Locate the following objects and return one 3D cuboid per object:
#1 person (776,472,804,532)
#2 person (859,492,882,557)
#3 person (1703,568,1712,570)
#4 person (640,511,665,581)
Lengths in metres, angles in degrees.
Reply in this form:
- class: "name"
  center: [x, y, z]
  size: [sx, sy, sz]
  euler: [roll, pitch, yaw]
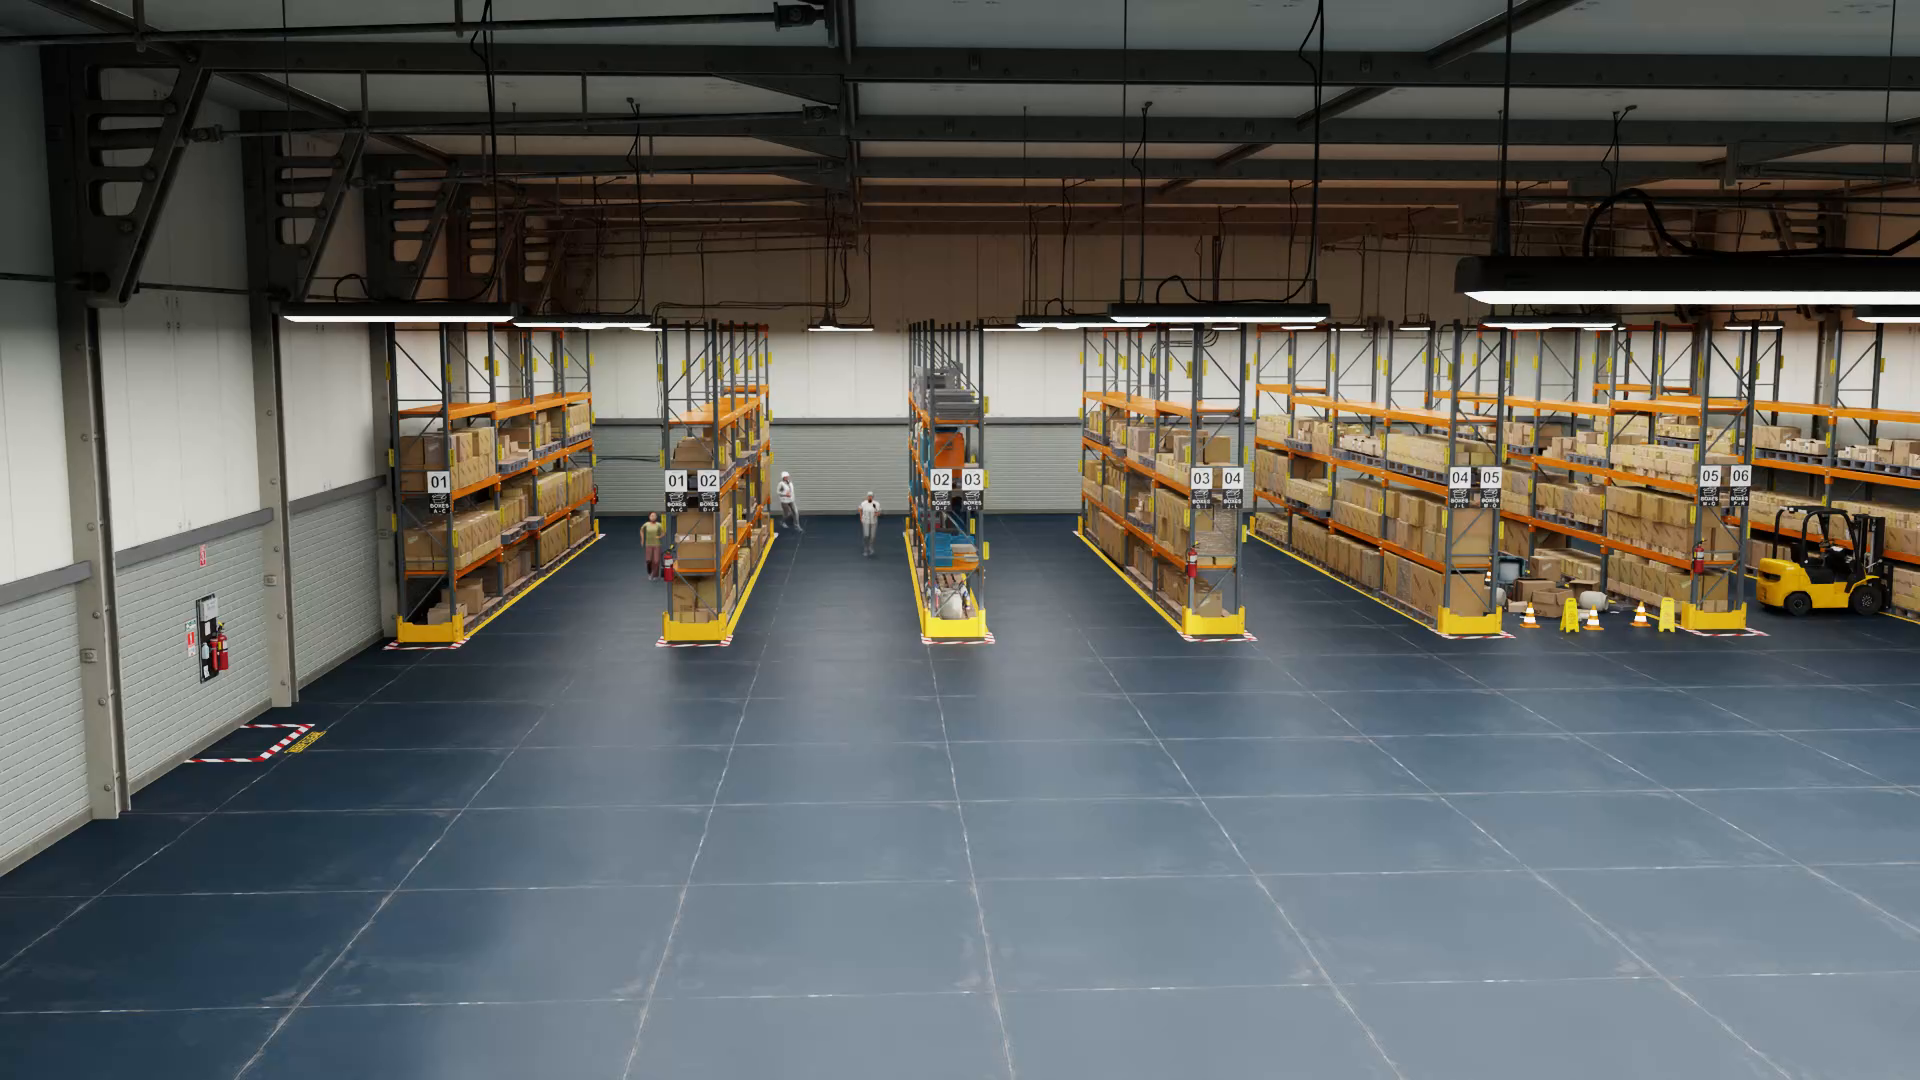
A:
- class: "person"
  center: [-5.081, -1.126, 48.494]
  size: [0.898, 1.754, 0.689]
  euler: [7, 10, 44]
- class: "person"
  center: [-2.318, -0.402, 43.116]
  size: [0.595, 1.716, 0.716]
  euler: [-1, 7, -5]
- class: "person"
  center: [17.237, 0.175, 38.882]
  size: [0.685, 1.532, 0.820]
  euler: [-4, 8, -29]
- class: "person"
  center: [-7.111, 0.146, 38.466]
  size: [0.575, 1.631, 0.603]
  euler: [-1, 7, -8]
